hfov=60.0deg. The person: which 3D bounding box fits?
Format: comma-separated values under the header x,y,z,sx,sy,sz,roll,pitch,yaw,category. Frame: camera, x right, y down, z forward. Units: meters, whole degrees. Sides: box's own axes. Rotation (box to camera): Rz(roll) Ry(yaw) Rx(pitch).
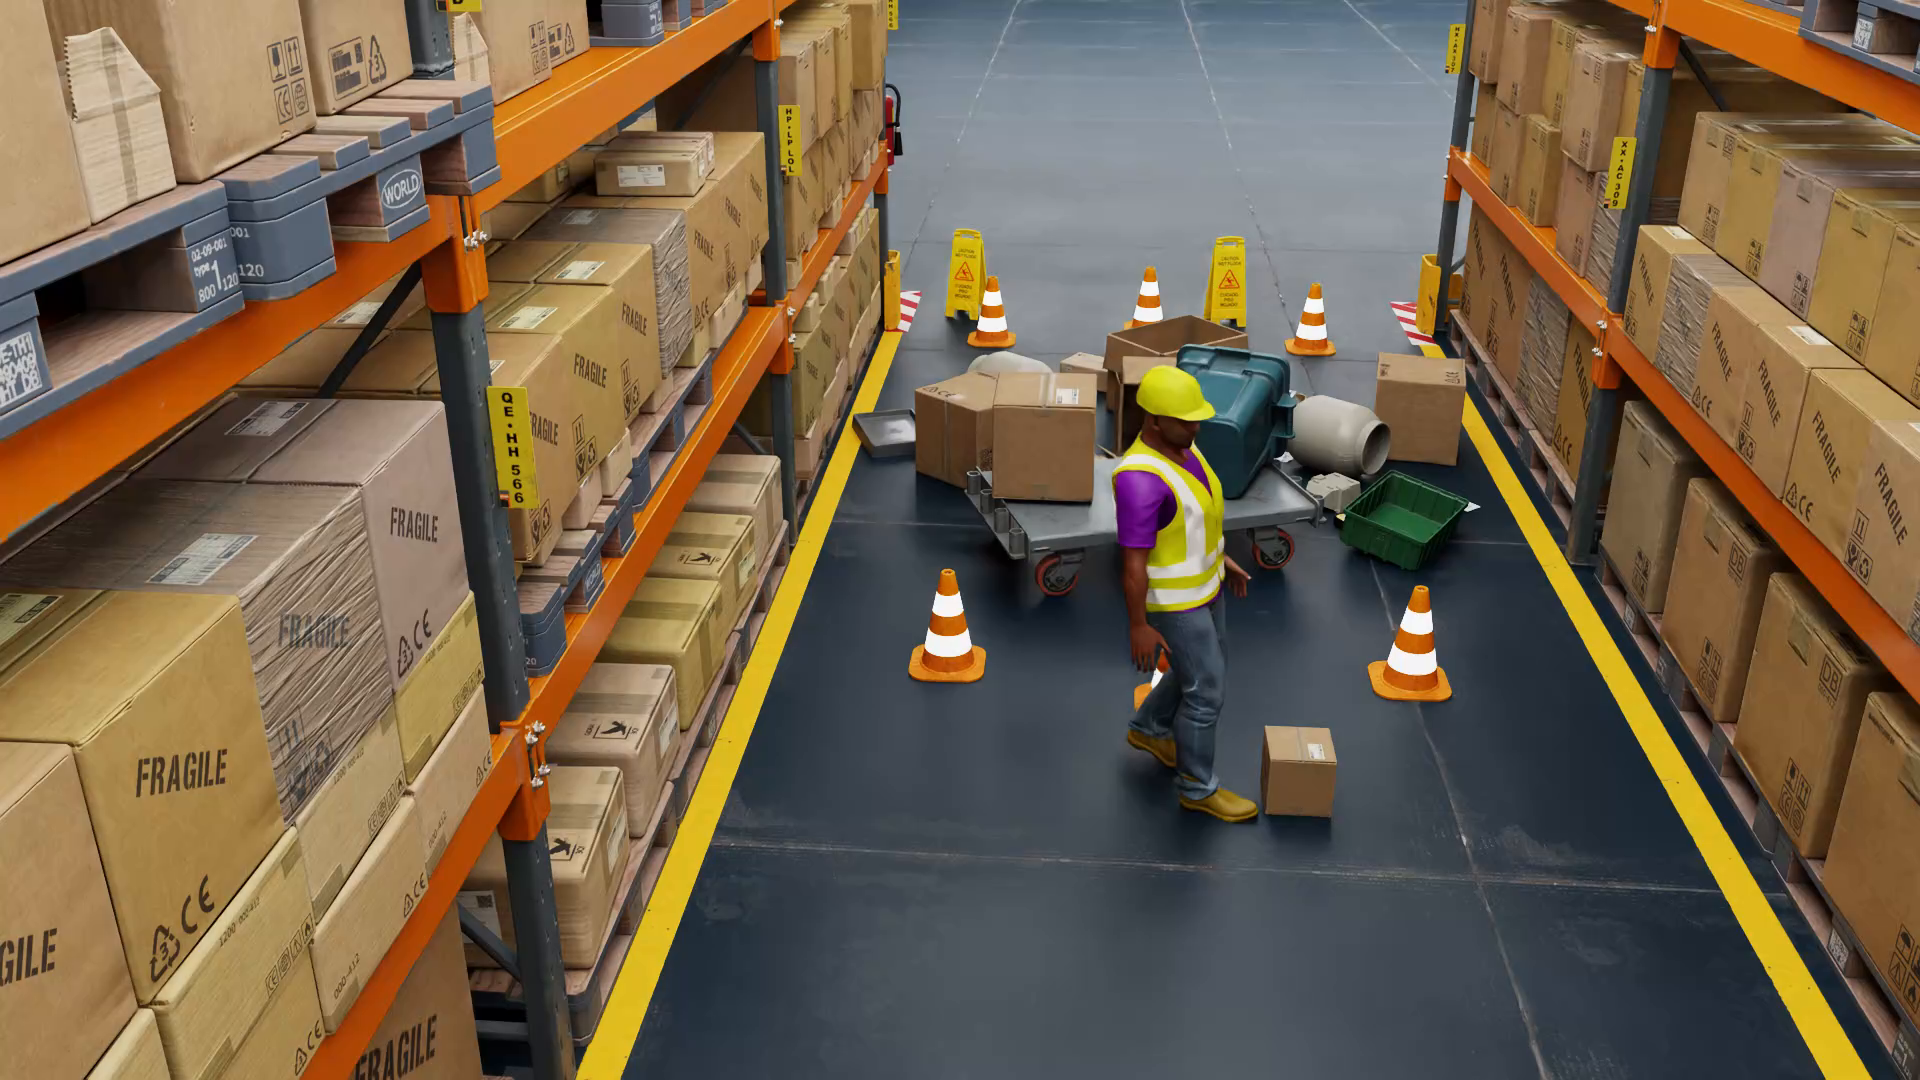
x,y,z,sx,sy,sz,roll,pitch,yaw,category
0.873,0.207,6.140,0.602,1.757,0.665,8,26,18,person
